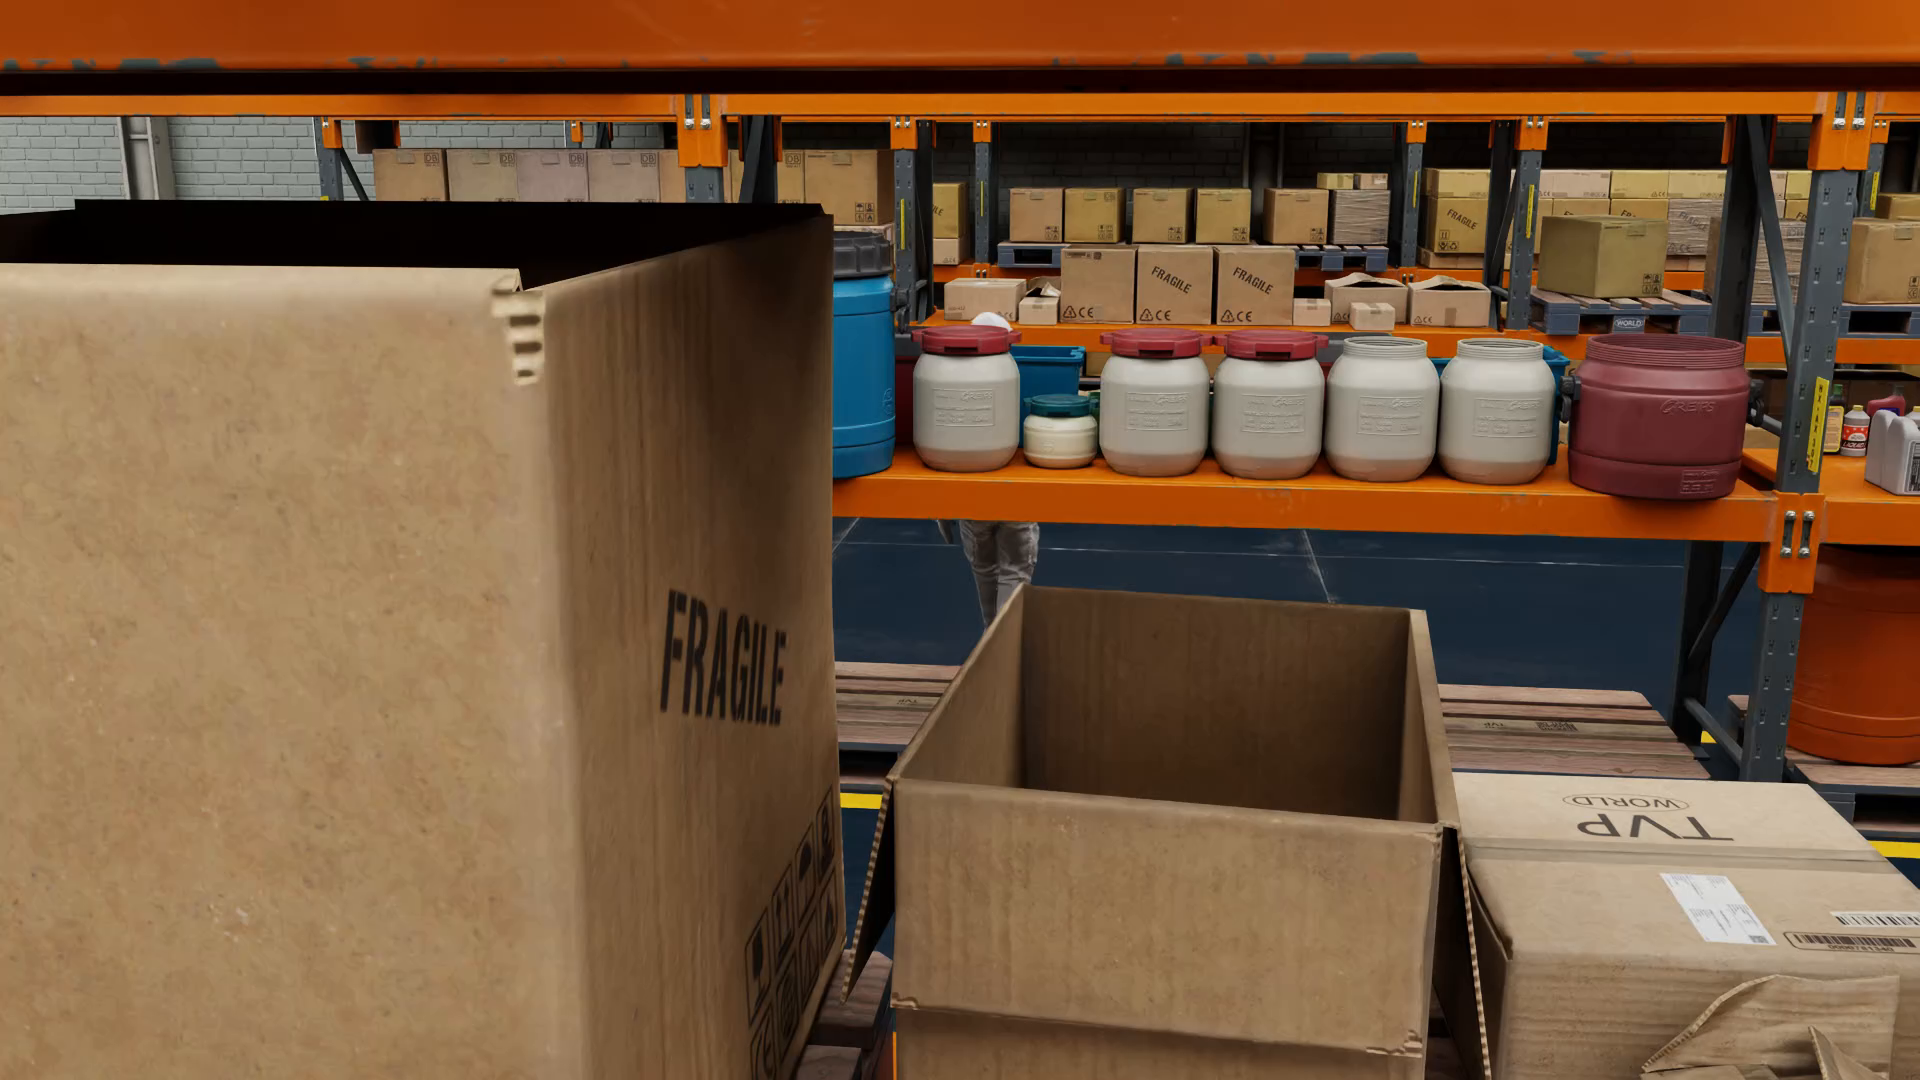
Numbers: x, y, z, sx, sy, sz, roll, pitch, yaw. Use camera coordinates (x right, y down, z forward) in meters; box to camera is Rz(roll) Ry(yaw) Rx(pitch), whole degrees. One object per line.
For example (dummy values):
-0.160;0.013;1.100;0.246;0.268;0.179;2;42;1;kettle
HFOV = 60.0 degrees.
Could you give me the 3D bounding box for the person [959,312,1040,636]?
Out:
0.186;-0.206;7.928;0.577;1.749;0.959;0;14;2;person
